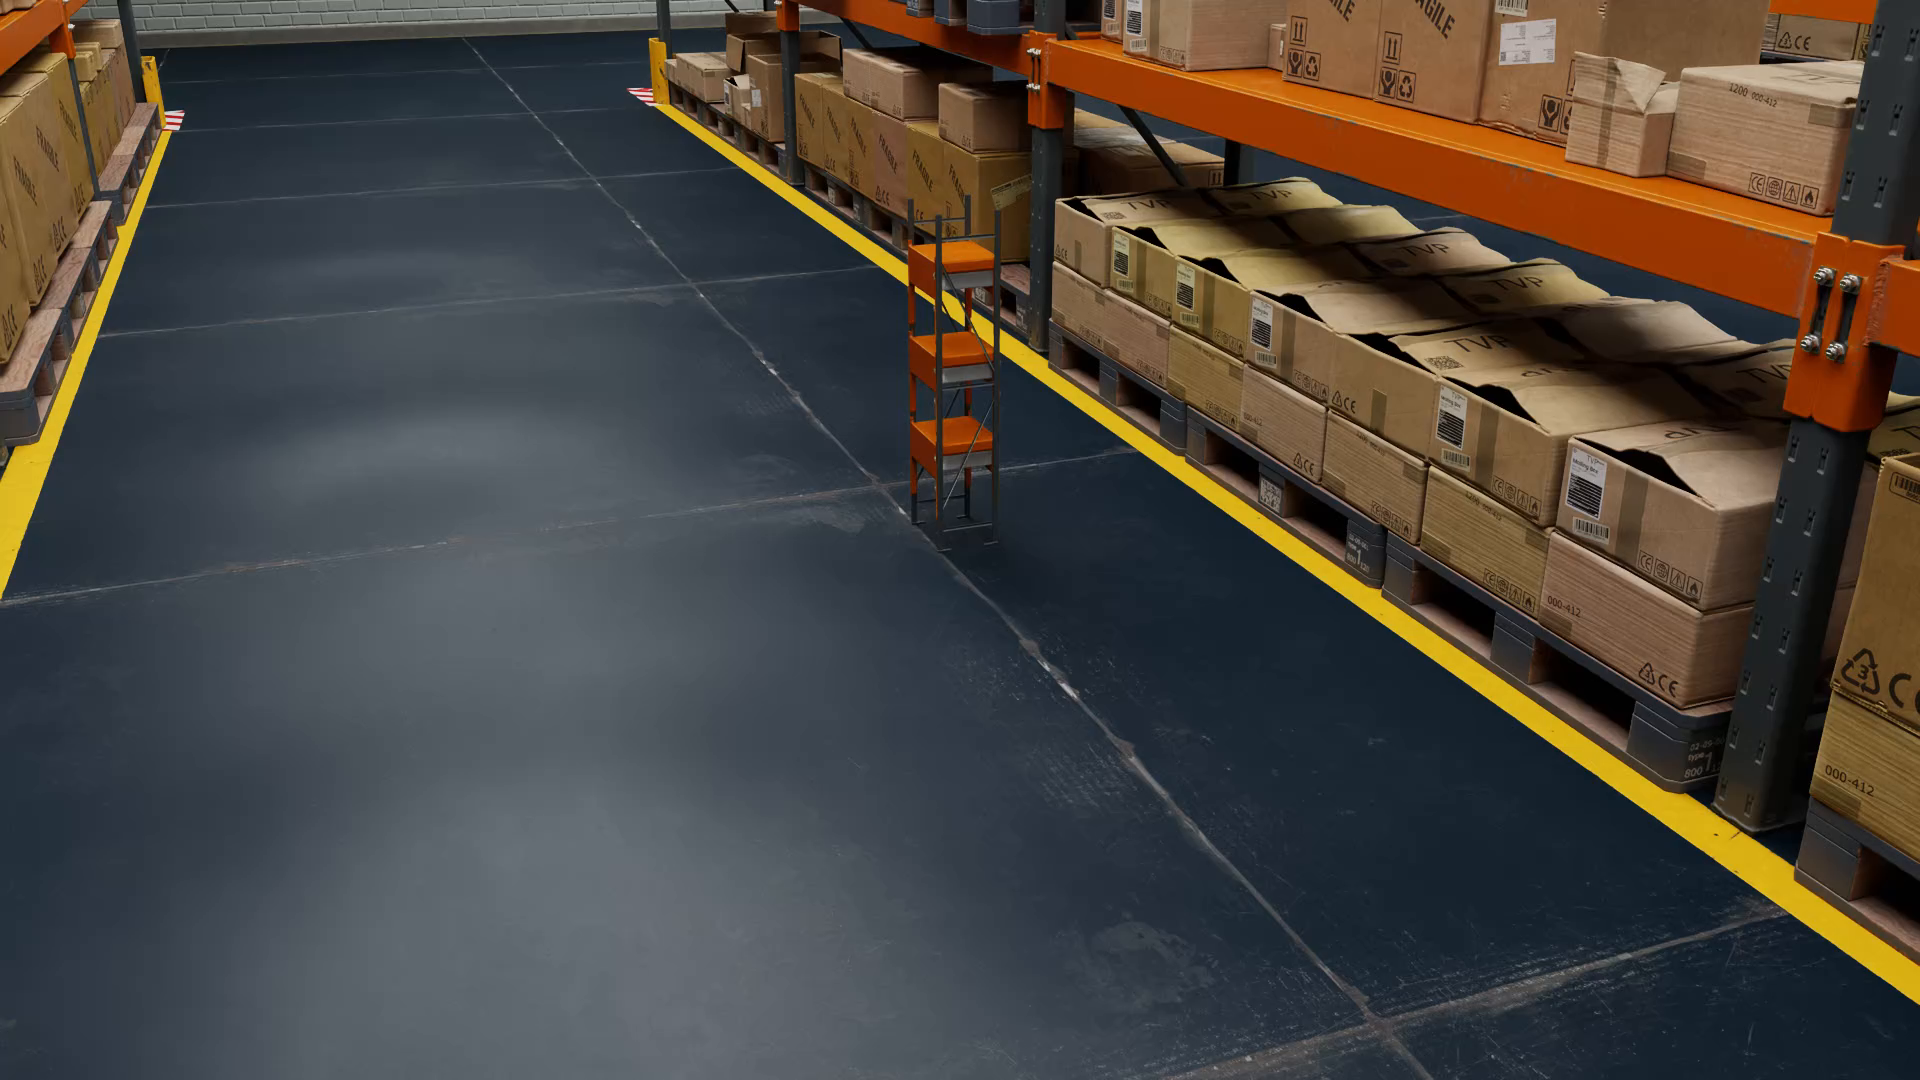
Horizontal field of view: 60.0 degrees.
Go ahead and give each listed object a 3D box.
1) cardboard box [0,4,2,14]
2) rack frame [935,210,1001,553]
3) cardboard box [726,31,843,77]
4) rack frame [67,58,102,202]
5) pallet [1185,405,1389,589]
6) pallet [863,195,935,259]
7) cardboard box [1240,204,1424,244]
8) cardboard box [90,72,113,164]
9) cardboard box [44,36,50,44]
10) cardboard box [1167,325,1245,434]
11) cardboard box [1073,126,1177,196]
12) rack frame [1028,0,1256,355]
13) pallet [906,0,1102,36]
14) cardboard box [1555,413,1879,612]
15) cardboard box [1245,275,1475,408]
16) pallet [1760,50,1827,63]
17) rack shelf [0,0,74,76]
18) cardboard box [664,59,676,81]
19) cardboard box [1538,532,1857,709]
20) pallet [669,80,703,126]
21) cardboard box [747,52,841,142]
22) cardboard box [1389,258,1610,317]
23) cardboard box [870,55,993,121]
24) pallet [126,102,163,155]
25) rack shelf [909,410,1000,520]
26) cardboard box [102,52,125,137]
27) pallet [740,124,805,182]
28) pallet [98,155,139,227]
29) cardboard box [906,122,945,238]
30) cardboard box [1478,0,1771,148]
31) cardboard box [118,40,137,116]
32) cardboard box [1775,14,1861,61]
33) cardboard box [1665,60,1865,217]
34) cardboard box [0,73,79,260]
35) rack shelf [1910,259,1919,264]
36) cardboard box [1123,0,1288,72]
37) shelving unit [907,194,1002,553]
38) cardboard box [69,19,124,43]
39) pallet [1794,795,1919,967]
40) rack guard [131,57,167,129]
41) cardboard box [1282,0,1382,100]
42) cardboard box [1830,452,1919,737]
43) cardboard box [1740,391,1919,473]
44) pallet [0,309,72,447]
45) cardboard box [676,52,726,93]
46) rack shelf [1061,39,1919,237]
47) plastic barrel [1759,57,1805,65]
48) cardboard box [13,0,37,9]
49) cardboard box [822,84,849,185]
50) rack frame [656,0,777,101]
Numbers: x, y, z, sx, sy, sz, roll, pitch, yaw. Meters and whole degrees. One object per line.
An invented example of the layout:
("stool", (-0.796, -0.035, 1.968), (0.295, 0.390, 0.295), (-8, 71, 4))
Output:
("cardboard box", (-4.467, -2.381, 7.335), (0.380, 0.149, 0.250), (-9, 24, -20))
("rack frame", (0.024, -0.459, 4.987), (0.200, 1.050, 0.008), (-8, 24, -19))
("cardboard box", (-1.295, -3.455, 12.232), (0.797, 0.503, 0.637), (-8, 24, -19))
("rack frame", (-5.260, -3.039, 8.599), (1.000, 3.000, 0.127), (-8, 24, -19))
("pallet", (1.468, -0.235, 5.536), (1.003, 0.211, 1.213), (-8, 24, -19))
("pallet", (0.131, -1.701, 9.014), (1.003, 0.211, 1.213), (-8, 24, -19))
("cardboard box", (1.392, -1.107, 6.293), (0.500, 0.311, 0.500), (-9, 24, -20))
("cardboard box", (-5.602, -2.550, 10.115), (0.700, 0.500, 0.500), (-9, 24, -20))
("cardboard box", (-6.205, -3.243, 10.925), (0.380, 0.149, 0.250), (-8, 24, -18))
("cardboard box", (1.064, -0.592, 5.792), (0.500, 0.250, 0.500), (-9, 24, -20))
("cardboard box", (0.703, -1.712, 8.101), (0.500, 0.500, 0.500), (-9, 25, -21))
("rack frame", (0.787, -2.267, 6.766), (1.000, 3.000, 0.127), (-8, 24, -19))
("pallet", (0.481, -2.415, 7.365), (1.213, 0.211, 1.003), (-8, 24, -19))
("cardboard box", (1.788, -0.106, 3.917), (0.500, 0.311, 0.500), (-8, 24, -19))
("cardboard box", (1.250, -0.659, 5.229), (0.500, 0.311, 0.500), (-9, 24, -20))
("pallet", (8.012, -4.524, 15.712), (1.003, 0.211, 1.213), (-8, 24, -19))
("rack shelf", (-4.553, -1.981, 7.014), (1.077, 0.370, 4.000), (-8, 24, -19))
("cardboard box", (-2.213, -3.863, 13.658), (0.380, 0.149, 0.250), (-8, 24, -19))
("cardboard box", (1.782, 0.149, 4.034), (0.500, 0.250, 0.500), (-9, 24, -20))
("pallet", (-1.730, -3.571, 13.452), (1.003, 0.211, 1.213), (-8, 24, -19))
("cardboard box", (-1.093, -2.939, 11.014), (0.500, 0.500, 0.500), (-8, 24, -19))
("cardboard box", (1.742, -0.741, 5.424), (0.500, 0.311, 0.500), (-8, 24, -18))
("cardboard box", (-0.153, -2.362, 8.678), (0.500, 0.250, 0.500), (-9, 24, -20))
("pallet", (-6.317, -2.928, 11.925), (1.003, 0.211, 1.213), (-8, 24, -19))
("rack shelf", (-0.019, -0.237, 5.204), (0.215, 0.259, 0.240), (-8, 24, -19))
("cardboard box", (-5.977, -2.929, 11.015), (0.700, 0.500, 0.500), (-9, 25, -21))
("pallet", (-0.868, -2.685, 11.349), (1.003, 0.211, 1.213), (-8, 24, -19))
("pallet", (-5.455, -2.041, 9.821), (1.003, 0.211, 1.213), (-8, 24, -19))
("cardboard box", (0.054, -1.813, 8.342), (0.500, 0.500, 0.500), (-9, 25, -21))
("cardboard box", (1.757, -1.332, 4.420), (0.500, 0.500, 0.500), (-7, 24, -15))
("cardboard box", (-6.332, -3.294, 11.880), (0.700, 0.500, 0.500), (-8, 24, -19))
("cardboard box", (8.166, -4.870, 15.138), (0.875, 0.875, 0.875), (-8, 24, -19))
("cardboard box", (1.985, -0.917, 3.757), (0.500, 0.250, 0.500), (-7, 24, -16))
("cardboard box", (-4.591, -1.701, 7.651), (0.750, 0.750, 0.750), (-8, 24, -17))
("rack shelf", (2.906, 0.122, 1.682), (0.919, 0.052, 3.809), (-8, 24, -19))
("cardboard box", (0.921, -1.874, 5.950), (0.500, 0.311, 0.500), (-9, 24, -20))
("shelving unit", (-0.019, -0.503, 5.092), (0.215, 1.050, 0.252), (-8, 24, -19))
("cardboard box", (-6.116, -3.571, 11.703), (0.380, 0.149, 0.250), (-9, 24, -20))
("pallet", (2.441, 0.766, 3.160), (1.003, 0.211, 1.213), (-8, 24, -19))
("rack guard", (-6.681, -3.350, 12.553), (1.175, 0.500, 0.348), (-8, 24, -19))
("cardboard box", (1.395, -1.706, 5.306), (0.500, 0.500, 0.500), (-10, 25, -22))
("cardboard box", (2.070, 0.126, 3.123), (0.500, 0.500, 0.500), (-8, 24, -19))
("cardboard box", (2.287, -0.183, 4.099), (0.500, 0.311, 0.500), (-8, 24, -19))
("pallet", (-4.054, -0.598, 6.396), (1.003, 0.211, 1.213), (-8, 24, -19))
("cardboard box", (-1.936, -3.691, 13.119), (0.500, 0.250, 0.500), (-8, 24, -19))
("rack shelf", (1.493, -1.299, 5.144), (0.919, 0.124, 3.809), (-8, 24, -19))
("plastic barrel", (4.834, -2.613, 10.152), (0.600, 0.588, 0.708), (-8, 24, -19))
("cardboard box", (-4.566, -2.572, 7.788), (0.380, 0.149, 0.250), (-8, 24, -19))
("cardboard box", (-0.485, -2.370, 9.662), (0.500, 0.500, 0.500), (-8, 24, -18))
("rack frame", (-2.040, -5.174, 13.663), (1.000, 3.000, 0.127), (-8, 24, -19))
